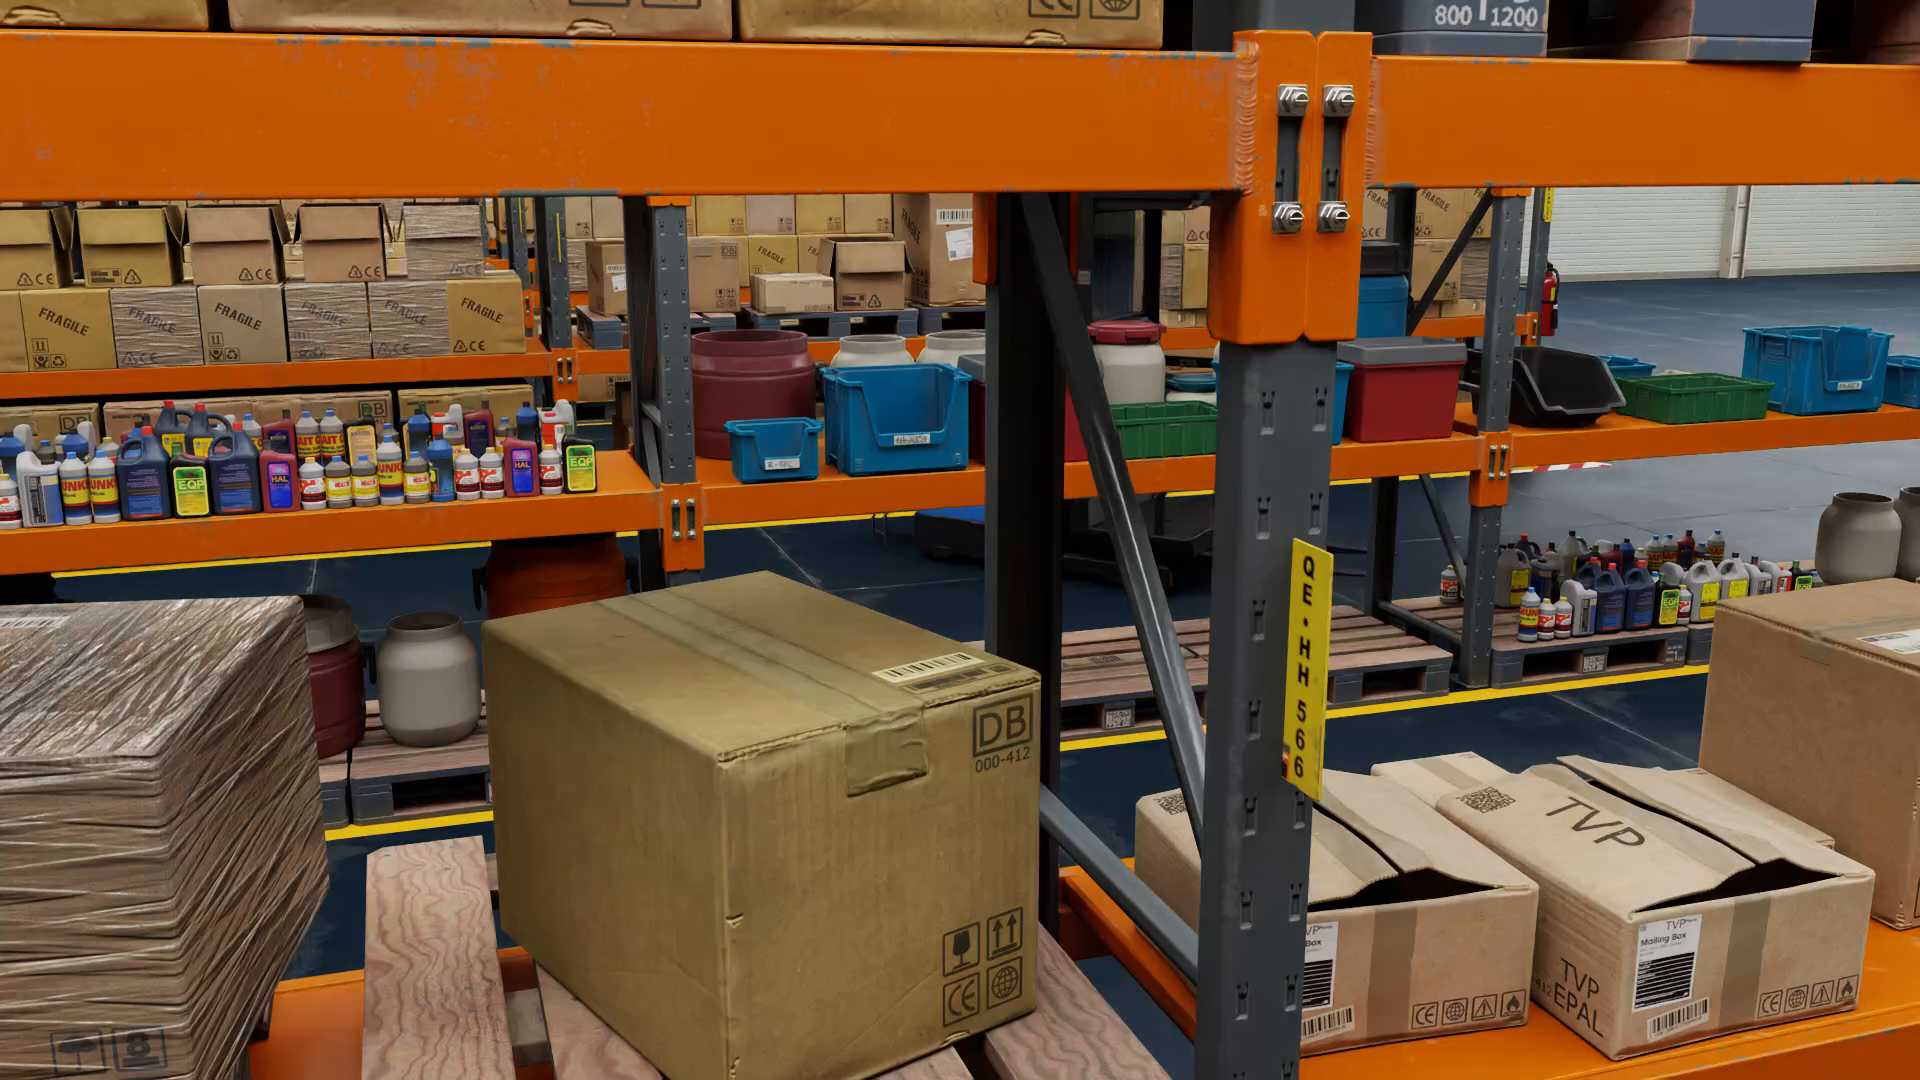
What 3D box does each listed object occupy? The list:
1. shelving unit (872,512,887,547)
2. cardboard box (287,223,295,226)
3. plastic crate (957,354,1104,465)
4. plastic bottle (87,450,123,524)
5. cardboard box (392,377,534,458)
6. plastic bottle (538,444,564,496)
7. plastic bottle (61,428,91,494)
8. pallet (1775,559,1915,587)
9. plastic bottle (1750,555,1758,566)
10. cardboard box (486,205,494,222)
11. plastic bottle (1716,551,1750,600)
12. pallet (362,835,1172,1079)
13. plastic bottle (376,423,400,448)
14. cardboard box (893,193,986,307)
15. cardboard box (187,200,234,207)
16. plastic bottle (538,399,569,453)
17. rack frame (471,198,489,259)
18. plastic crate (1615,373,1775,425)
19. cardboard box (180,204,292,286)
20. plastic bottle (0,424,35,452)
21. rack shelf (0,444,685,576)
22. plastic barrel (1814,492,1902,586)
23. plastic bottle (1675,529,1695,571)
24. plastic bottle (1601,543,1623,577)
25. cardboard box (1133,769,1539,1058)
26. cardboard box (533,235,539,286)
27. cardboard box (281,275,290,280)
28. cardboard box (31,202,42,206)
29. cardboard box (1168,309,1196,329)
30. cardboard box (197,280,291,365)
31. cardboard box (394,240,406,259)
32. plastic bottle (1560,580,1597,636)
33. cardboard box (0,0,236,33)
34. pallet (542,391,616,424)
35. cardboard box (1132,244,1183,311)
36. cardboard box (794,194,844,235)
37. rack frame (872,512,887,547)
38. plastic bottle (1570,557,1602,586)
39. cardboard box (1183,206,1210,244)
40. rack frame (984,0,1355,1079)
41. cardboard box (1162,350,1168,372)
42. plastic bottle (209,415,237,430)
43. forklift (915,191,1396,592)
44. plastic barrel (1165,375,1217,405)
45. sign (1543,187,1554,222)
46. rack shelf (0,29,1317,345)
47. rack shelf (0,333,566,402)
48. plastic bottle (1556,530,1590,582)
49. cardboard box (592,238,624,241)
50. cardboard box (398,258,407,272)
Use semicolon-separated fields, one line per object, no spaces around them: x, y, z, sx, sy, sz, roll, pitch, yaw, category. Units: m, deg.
-0.339;-0.587;11.516;0.503;1.200;0.258;-6;15;-25;shelving unit
-6.363;-2.961;15.959;0.250;0.149;0.380;-5;14;-19;cardboard box
0.314;-0.598;7.536;0.583;0.464;0.402;-4;14;-18;plastic crate
-3.238;-0.203;6.290;0.097;0.271;0.097;0;13;0;plastic bottle
-3.555;-0.725;11.893;0.875;0.875;1.225;-5;14;-21;cardboard box
-1.678;-0.290;6.809;0.097;0.201;0.097;0;13;0;plastic bottle
-3.607;-0.322;6.792;0.097;0.271;0.097;0;13;0;plastic bottle
5.438;0.326;9.815;1.213;0.211;1.003;-4;14;-18;pallet
4.384;0.223;9.140;0.133;0.283;0.061;-4;14;-18;plastic bottle
-7.136;-5.007;25.453;0.500;0.250;0.500;-4;14;-18;cardboard box
4.132;0.237;8.937;0.185;0.351;0.144;-4;14;-16;plastic bottle
-0.359;0.731;2.503;1.003;0.211;1.213;-4;14;-18;pallet
-2.512;-0.410;7.315;0.097;0.201;0.097;0;13;0;plastic bottle
0.099;-2.364;12.896;1.000;1.000;1.000;-4;14;-18;cardboard box
-8.864;-4.027;19.715;0.500;0.500;0.500;-5;14;-18;cardboard box
-1.828;-0.493;7.502;0.135;0.276;0.152;-4;14;-18;plastic bottle
-6.055;-3.774;21.028;0.127;3.000;1.000;-4;14;-18;rack frame
3.853;-0.745;8.750;0.662;0.188;0.450;-4;14;-18;plastic crate
-4.845;-1.989;11.137;0.637;0.503;0.797;-4;14;-16;cardboard box
-3.884;-0.333;6.829;0.135;0.276;0.152;-4;14;-18;plastic bottle
-3.211;-0.017;6.787;4.000;0.370;1.077;-4;14;-18;rack shelf
5.193;0.003;9.615;0.421;0.512;0.421;0;13;0;plastic barrel
4.229;0.081;9.741;0.133;0.283;0.061;-4;14;-17;plastic bottle
3.672;0.161;9.402;0.133;0.283;0.061;-4;14;-18;plastic bottle
0.620;0.598;2.838;0.500;0.311;0.500;-4;14;-15;cardboard box
-4.040;-2.837;16.871;0.500;0.500;0.500;-4;14;-18;cardboard box
-4.889;-1.560;11.502;0.500;0.500;0.500;-4;14;-18;cardboard box
-8.677;-3.101;15.177;0.500;0.500;0.500;-4;14;-17;cardboard box
1.665;-1.764;13.119;0.250;0.149;0.380;-4;14;-18;cardboard box
-4.731;-1.447;11.027;0.500;0.500;0.500;-4;14;-17;cardboard box
-5.205;-2.747;15.700;0.250;0.149;0.380;-4;14;-17;cardboard box
3.216;0.344;8.649;0.135;0.276;0.152;-4;14;-16;plastic bottle
-1.118;-0.820;1.911;0.500;0.500;0.910;-4;14;-18;cardboard box
-3.610;-1.381;16.993;1.213;0.211;1.003;-4;14;-18;pallet
1.343;-2.109;13.168;0.500;0.500;0.875;-4;14;-18;cardboard box
-1.545;-3.450;17.288;0.500;0.500;0.700;-5;14;-19;cardboard box
-0.559;-0.562;11.412;0.015;1.200;0.240;-6;15;-25;rack frame
3.327;0.265;8.821;0.185;0.351;0.144;-4;14;-18;plastic bottle
1.877;-2.591;13.032;0.500;0.500;0.500;-4;14;-18;cardboard box
0.262;0.573;2.752;0.053;2.616;0.949;-4;14;-18;rack frame
1.746;-2.327;18.629;0.875;0.875;0.875;-5;14;-19;cardboard box
-3.143;-0.391;7.072;0.135;0.276;0.152;-4;14;-18;plastic bottle
1.236;-1.237;10.511;3.031;2.935;1.130;7;15;28;forklift
1.173;-0.678;8.312;0.301;0.262;0.301;0;13;0;plastic barrel
4.846;-2.785;13.684;0.005;0.325;0.100;-4;14;-18;sign
-1.634;-0.390;1.871;4.000;0.370;1.077;-4;14;-18;rack shelf
-4.790;-1.103;11.353;4.000;0.370;1.077;-4;14;-18;rack shelf
3.483;0.116;9.446;0.185;0.351;0.144;-5;14;-18;plastic bottle
-3.388;-2.757;16.535;0.500;0.500;0.500;-5;14;-19;cardboard box
-5.181;-2.604;15.743;0.250;0.149;0.380;-4;14;-17;cardboard box
